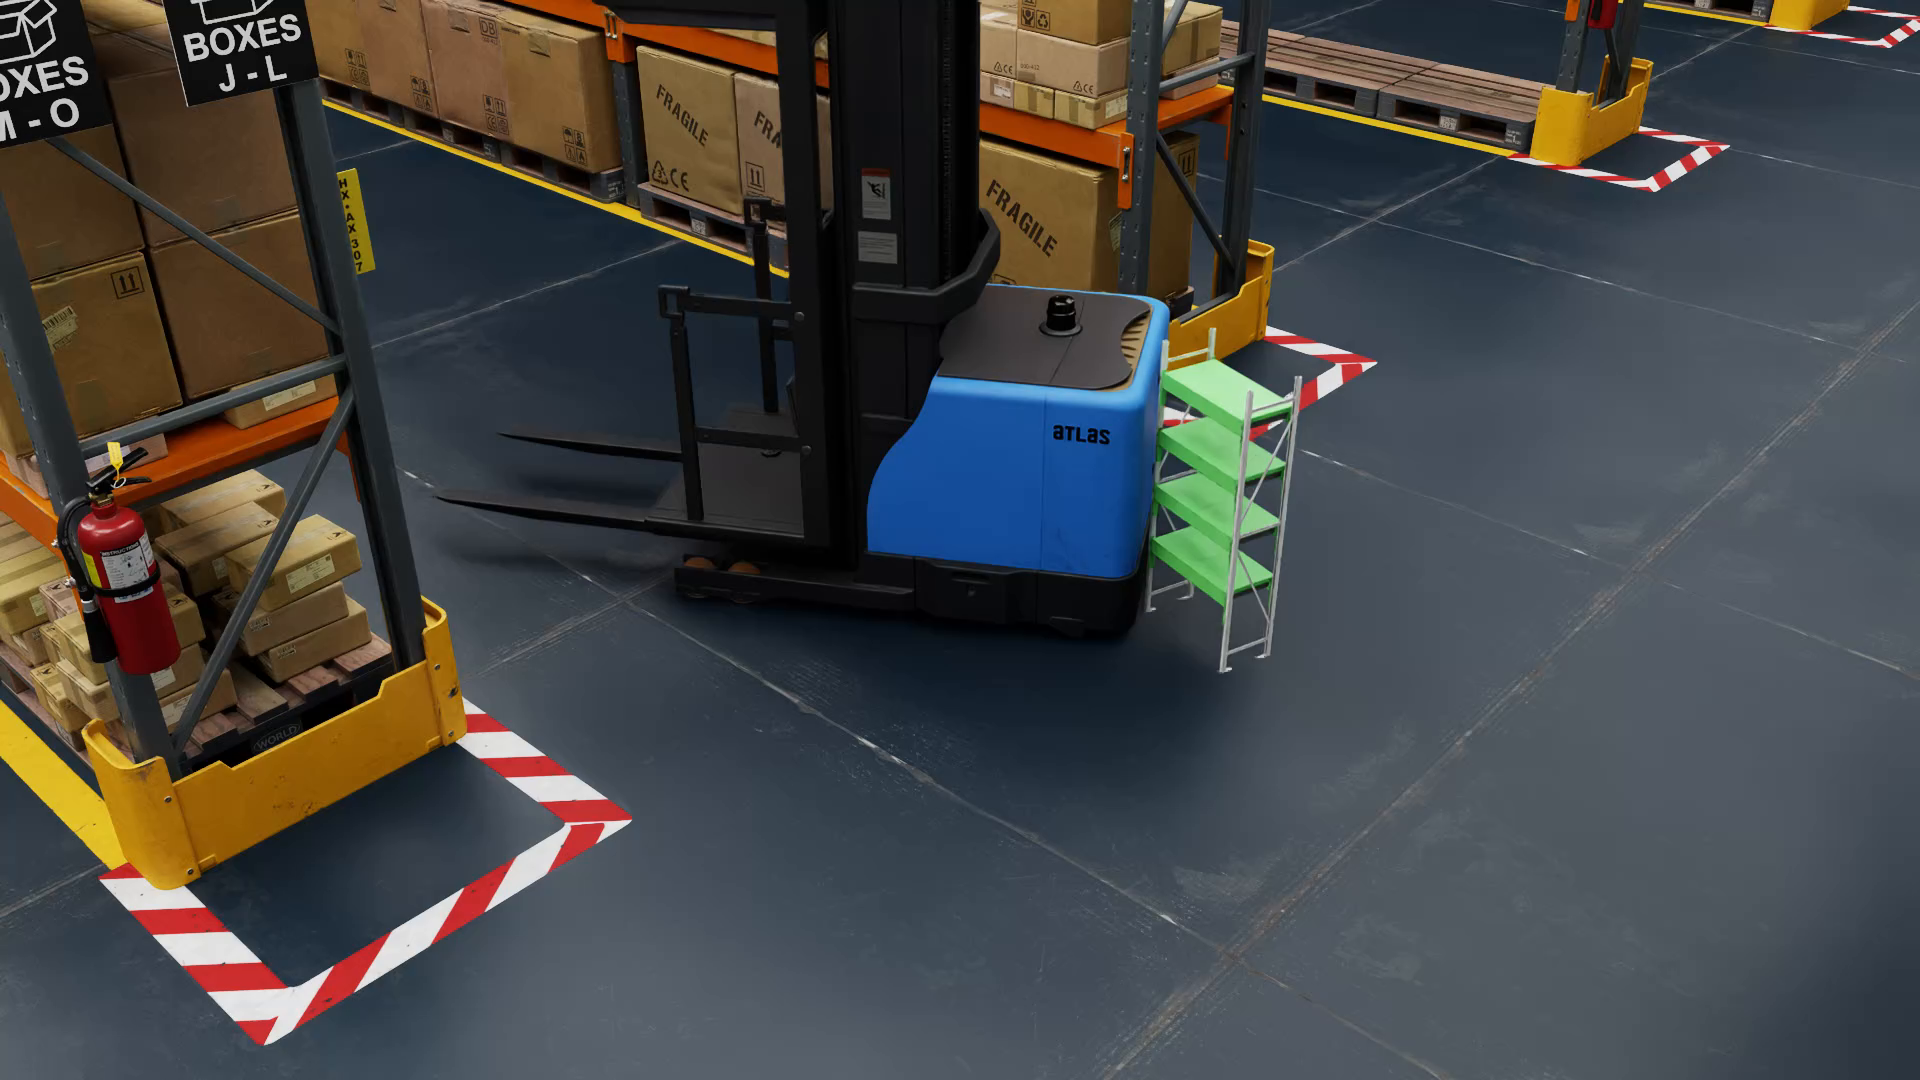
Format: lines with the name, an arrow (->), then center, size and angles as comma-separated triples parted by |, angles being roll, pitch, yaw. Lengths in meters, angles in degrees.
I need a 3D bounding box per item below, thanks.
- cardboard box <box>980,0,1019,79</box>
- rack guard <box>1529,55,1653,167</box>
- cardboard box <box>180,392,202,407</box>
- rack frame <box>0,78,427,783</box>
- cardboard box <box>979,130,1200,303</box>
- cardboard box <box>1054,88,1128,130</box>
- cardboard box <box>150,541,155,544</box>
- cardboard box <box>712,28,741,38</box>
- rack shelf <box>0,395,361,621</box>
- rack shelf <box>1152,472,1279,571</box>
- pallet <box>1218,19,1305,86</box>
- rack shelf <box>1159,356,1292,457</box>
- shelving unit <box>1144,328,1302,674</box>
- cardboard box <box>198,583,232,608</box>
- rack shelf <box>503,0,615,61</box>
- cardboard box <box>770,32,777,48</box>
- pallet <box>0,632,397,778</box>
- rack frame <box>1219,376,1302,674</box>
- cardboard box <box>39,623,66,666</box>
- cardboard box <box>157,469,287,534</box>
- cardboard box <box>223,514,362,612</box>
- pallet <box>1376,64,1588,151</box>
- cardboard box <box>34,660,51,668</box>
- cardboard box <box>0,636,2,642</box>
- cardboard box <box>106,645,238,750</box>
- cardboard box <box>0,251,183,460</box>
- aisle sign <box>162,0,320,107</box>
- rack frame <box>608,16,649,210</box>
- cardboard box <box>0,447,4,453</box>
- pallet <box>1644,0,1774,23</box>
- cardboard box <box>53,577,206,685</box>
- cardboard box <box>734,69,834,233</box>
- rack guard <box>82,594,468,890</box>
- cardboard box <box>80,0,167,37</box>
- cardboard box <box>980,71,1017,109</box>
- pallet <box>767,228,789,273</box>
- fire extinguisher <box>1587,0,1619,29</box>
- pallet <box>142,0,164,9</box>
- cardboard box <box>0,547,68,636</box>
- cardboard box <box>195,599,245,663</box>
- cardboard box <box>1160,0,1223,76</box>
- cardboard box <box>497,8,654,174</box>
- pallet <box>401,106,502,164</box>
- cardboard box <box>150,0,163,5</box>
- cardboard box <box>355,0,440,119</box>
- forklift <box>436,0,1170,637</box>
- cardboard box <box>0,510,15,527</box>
cardboard box -> 0.251, -2.563, 8.456 | 0.500, 0.250, 0.500 | 24, 39, 34
rack guard -> 4.514, -3.078, 11.877 | 0.348, 0.500, 1.175 | 25, 39, 35
cardboard box -> -2.476, -0.598, 5.579 | 0.250, 0.149, 0.380 | 27, 40, 37
rack frame -> -2.239, -0.396, 5.000 | 0.127, 3.000, 1.000 | 25, 39, 35
cardboard box -> 0.636, -1.718, 8.849 | 0.875, 0.875, 0.875 | 25, 39, 35
cardboard box -> 0.679, -2.148, 8.153 | 0.250, 0.149, 0.380 | 26, 40, 36
cardboard box -> -2.979, -0.059, 6.508 | 0.250, 0.149, 0.380 | 26, 40, 36
cardboard box -> -1.219, -3.033, 9.623 | 0.250, 0.149, 0.380 | 24, 38, 34
rack shelf -> -3.722, -0.780, 6.335 | 4.000, 0.370, 1.077 | 25, 39, 35
rack shelf -> 0.979, -0.086, 6.354 | 0.258, 0.148, 0.480 | -17, 35, -26
pallet -> 2.093, -4.102, 13.859 | 1.213, 0.211, 1.003 | 25, 39, 35
rack shelf -> 0.979, -0.498, 6.106 | 0.258, 0.148, 0.480 | -17, 35, -26
shelving unit -> 0.979, -0.141, 6.321 | 0.258, 1.200, 0.503 | -17, 35, -26
cardboard box -> -2.620, 0.122, 6.207 | 0.250, 0.149, 0.380 | 25, 39, 35
rack shelf -> -3.284, -4.026, 11.727 | 4.000, 0.370, 1.077 | 25, 39, 35
cardboard box -> -0.844, -2.857, 9.330 | 0.250, 0.149, 0.380 | 26, 39, 36
pallet -> -2.874, 0.478, 6.252 | 1.213, 0.211, 1.003 | 25, 39, 35
rack frame -> 1.104, -0.033, 6.141 | 0.240, 1.200, 0.015 | -17, 35, -26
cardboard box -> -2.980, 0.333, 5.857 | 0.250, 0.149, 0.380 | 24, 38, 34
cardboard box -> -2.785, -0.106, 6.299 | 0.250, 0.149, 0.380 | 25, 39, 35
cardboard box -> -2.400, 0.079, 5.990 | 0.250, 0.149, 0.380 | 23, 38, 33
pallet -> 3.902, -3.257, 12.456 | 1.213, 0.211, 1.003 | 25, 39, 35
cardboard box -> -3.166, 0.368, 6.087 | 0.250, 0.149, 0.380 | 25, 39, 35
cardboard box -> -3.589, 0.224, 6.327 | 0.250, 0.149, 0.380 | 23, 38, 33
cardboard box -> -2.769, 0.543, 5.797 | 0.250, 0.149, 0.380 | 26, 40, 36
cardboard box -> -2.745, -0.624, 4.992 | 0.500, 0.500, 0.500 | 26, 40, 36
aisle sign -> -1.984, -1.599, 4.478 | 0.004, 0.787, 0.394 | 25, 39, 35
rack frame -> -1.802, -3.642, 10.392 | 0.127, 3.000, 1.000 | 25, 39, 35
cardboard box -> -2.830, -0.394, 5.239 | 0.250, 0.149, 0.380 | 25, 39, 35
pallet -> 7.166, -5.152, 15.603 | 1.213, 0.211, 1.003 | 25, 39, 35
cardboard box -> -2.802, 0.304, 5.617 | 0.250, 0.149, 0.380 | 26, 39, 36
cardboard box -> -0.699, -2.341, 9.884 | 0.875, 0.875, 0.875 | 25, 39, 35
rack guard -> -2.295, 0.648, 5.688 | 0.348, 0.500, 1.175 | 25, 39, 35
cardboard box -> -2.772, -1.424, 5.352 | 0.500, 0.500, 0.500 | 26, 40, 36
cardboard box -> 0.299, -2.325, 8.447 | 0.250, 0.149, 0.380 | 25, 39, 35
pallet -> -0.381, -1.732, 9.923 | 1.213, 0.211, 1.003 | 25, 39, 35
fire extinguisher -> 4.295, -3.733, 10.979 | 0.183, 0.674, 0.296 | 25, 39, 35
pallet -> -7.155, -4.947, 15.263 | 1.213, 0.211, 1.003 | 25, 39, 35
cardboard box -> -3.227, 0.154, 5.866 | 0.250, 0.149, 0.380 | 24, 39, 34
cardboard box -> -2.662, 0.282, 6.230 | 0.250, 0.149, 0.380 | 25, 39, 35
cardboard box -> 0.989, -2.590, 8.502 | 0.500, 0.250, 0.500 | 24, 38, 34
cardboard box -> -2.289, -3.126, 11.187 | 0.875, 0.875, 1.225 | 25, 39, 35
pallet -> -3.333, -3.108, 12.208 | 1.213, 0.211, 1.003 | 25, 39, 35
cardboard box -> -6.951, -5.135, 14.869 | 0.500, 0.500, 0.700 | 25, 39, 35
cardboard box -> -3.614, -3.738, 12.204 | 0.875, 0.875, 1.225 | 25, 39, 35
forklift -> -0.699, -1.253, 6.489 | 3.031, 2.935, 1.130 | 6, 32, 10
cardboard box -> -3.613, -0.031, 6.174 | 0.250, 0.149, 0.380 | 27, 40, 37
